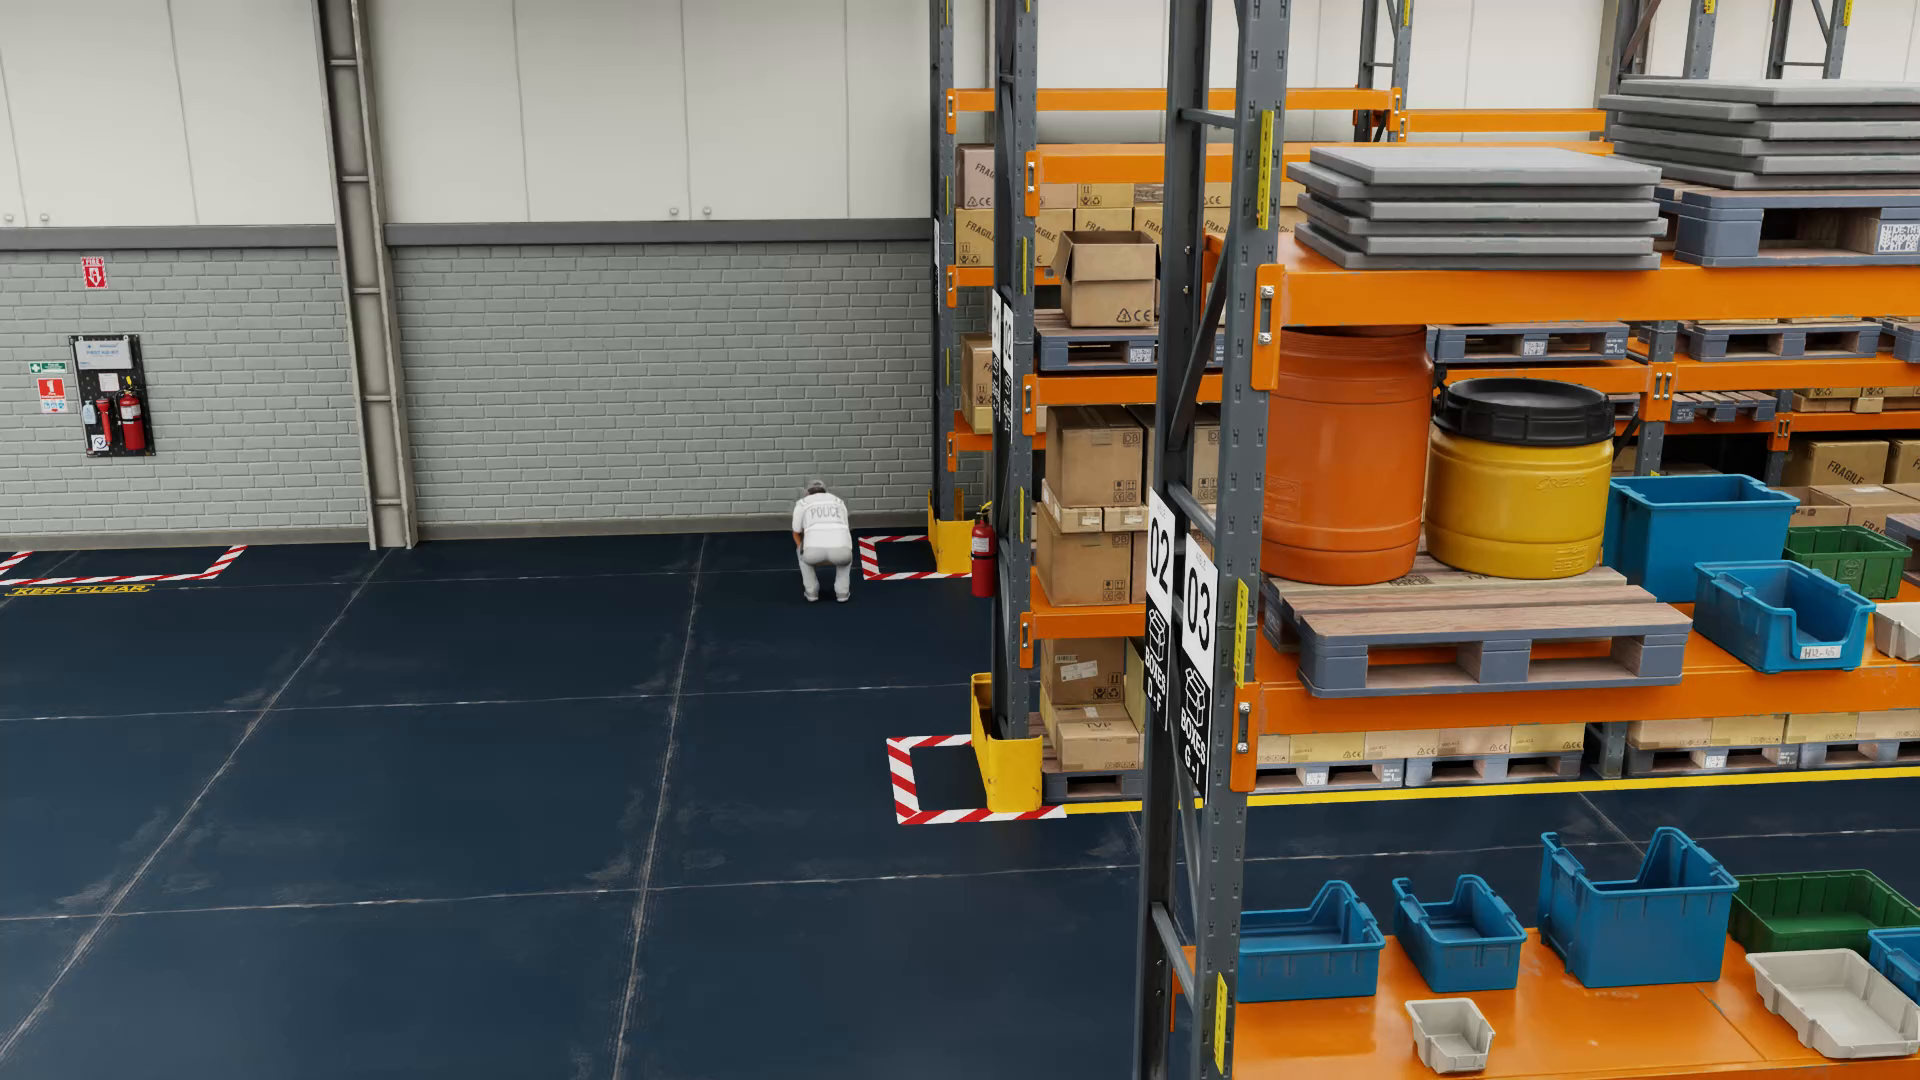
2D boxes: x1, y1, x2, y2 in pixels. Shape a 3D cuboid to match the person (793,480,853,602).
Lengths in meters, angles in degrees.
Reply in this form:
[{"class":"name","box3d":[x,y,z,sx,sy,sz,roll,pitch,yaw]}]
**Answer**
[{"class":"person","box3d":[-1.206,0.022,14.649,0.526,0.986,0.839,-2,17,-6]}]
